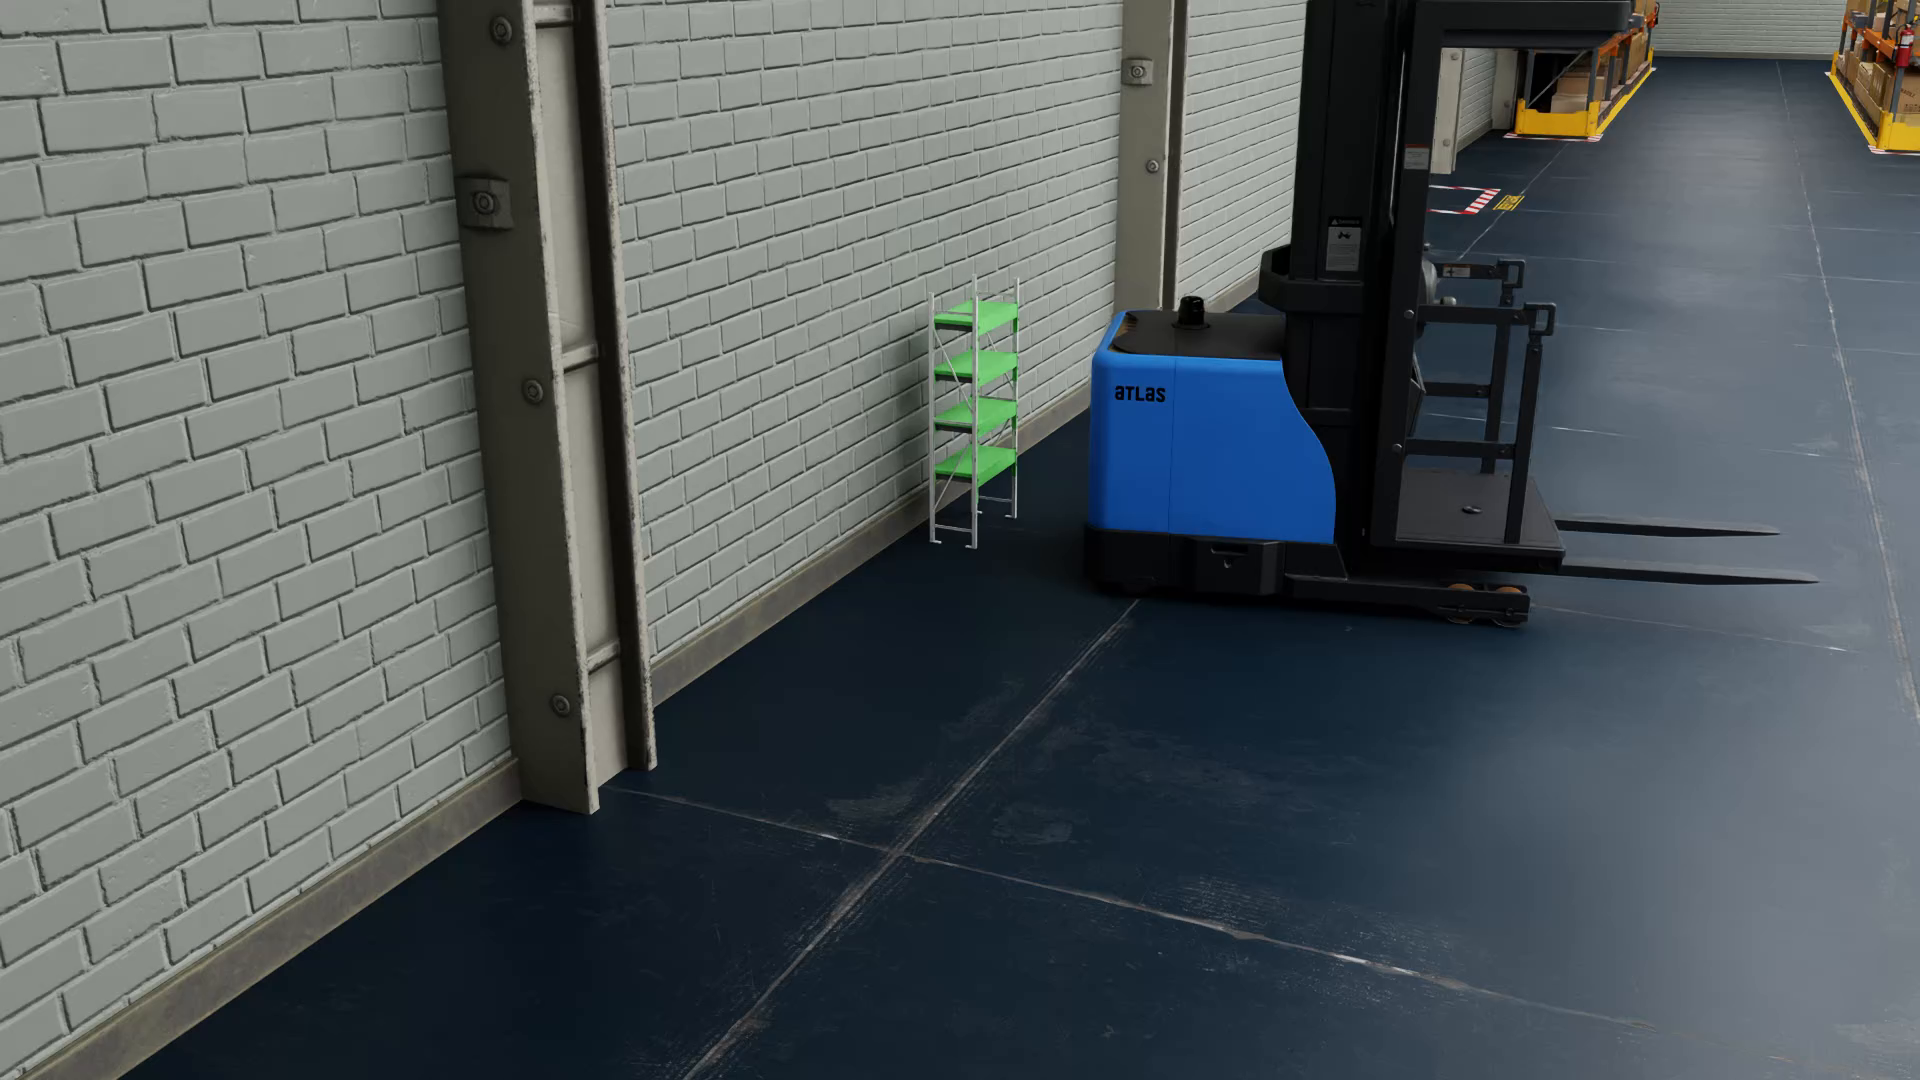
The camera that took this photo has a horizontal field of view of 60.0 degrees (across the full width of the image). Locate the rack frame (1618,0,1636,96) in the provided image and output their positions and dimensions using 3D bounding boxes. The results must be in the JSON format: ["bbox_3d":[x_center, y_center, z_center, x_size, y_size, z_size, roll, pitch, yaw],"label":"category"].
[{"bbox_3d":[12.337,-10.045,31.737,1.000,3.000,0.127,9,21,23],"label":"rack frame"}]

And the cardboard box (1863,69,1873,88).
[{"bbox_3d":[15.538,-7.785,28.023,0.500,0.311,0.500,8,21,23],"label":"cardboard box"}]

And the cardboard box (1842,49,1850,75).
[{"bbox_3d":[18.470,-9.832,34.211,0.500,0.500,0.500,9,21,23],"label":"cardboard box"}]

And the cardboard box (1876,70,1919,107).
[{"bbox_3d":[13.926,-6.689,24.658,0.500,0.500,0.500,9,21,23],"label":"cardboard box"}]

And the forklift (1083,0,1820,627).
[{"bbox_3d":[2.112,-1.210,6.997,3.031,2.935,1.130,4,20,11],"label":"forklift"}]

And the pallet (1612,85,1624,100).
[{"bbox_3d":[12.015,-8.492,31.533,1.003,0.211,1.213,9,21,23],"label":"pallet"}]

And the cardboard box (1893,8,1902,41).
[{"bbox_3d":[15.044,-8.054,25.990,0.700,0.500,0.500,8,21,21],"label":"cardboard box"}]

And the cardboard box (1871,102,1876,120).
[{"bbox_3d":[14.135,-6.488,25.211,0.500,0.250,0.500,9,21,23],"label":"cardboard box"}]

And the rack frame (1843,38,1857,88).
[{"bbox_3d":[18.496,-10.589,33.267,1.000,3.000,0.127,9,21,23],"label":"rack frame"}]

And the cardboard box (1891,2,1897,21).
[{"bbox_3d":[16.185,-8.898,28.363,0.500,0.500,0.500,7,21,20],"label":"cardboard box"}]

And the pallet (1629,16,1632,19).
[{"bbox_3d":[11.564,-9.344,30.052,1.003,0.211,1.213,9,21,23],"label":"pallet"}]

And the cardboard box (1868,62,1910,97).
[{"bbox_3d":[14.744,-7.300,26.377,0.500,0.500,0.500,9,21,23],"label":"cardboard box"}]

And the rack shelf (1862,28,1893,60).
[{"bbox_3d":[16.039,-8.416,28.230,1.077,0.370,4.000,9,21,23],"label":"rack shelf"}]

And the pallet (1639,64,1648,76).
[{"bbox_3d":[14.856,-10.550,37.318,1.003,0.211,1.213,9,21,23],"label":"pallet"}]

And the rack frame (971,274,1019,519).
[{"bbox_3d":[0.168,-0.691,8.120,0.240,1.200,0.015,9,21,23],"label":"rack frame"}]

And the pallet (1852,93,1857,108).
[{"bbox_3d":[16.485,-7.806,29.603,1.003,0.211,1.213,9,21,23],"label":"pallet"}]

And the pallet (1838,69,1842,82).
[{"bbox_3d":[19.276,-9.859,35.377,1.003,0.211,1.213,9,21,23],"label":"pallet"}]

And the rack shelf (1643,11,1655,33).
[{"bbox_3d":[14.794,-11.540,37.015,1.077,0.370,4.000,9,21,23],"label":"rack shelf"}]

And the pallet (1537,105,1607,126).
[{"bbox_3d":[9.958,-6.924,27.122,1.003,0.211,1.213,9,21,23],"label":"pallet"}]

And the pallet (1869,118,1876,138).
[{"bbox_3d":[14.358,-6.218,25.138,1.003,0.211,1.213,9,21,23],"label":"pallet"}]

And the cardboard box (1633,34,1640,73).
[{"bbox_3d":[13.466,-9.964,34.091,0.750,0.750,0.750,9,22,24],"label":"cardboard box"}]

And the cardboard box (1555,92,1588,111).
[{"bbox_3d":[9.660,-6.913,26.287,0.500,0.311,0.500,11,22,27],"label":"cardboard box"}]

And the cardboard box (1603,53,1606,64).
[{"bbox_3d":[11.372,-8.727,29.986,0.500,0.250,0.500,8,21,21],"label":"cardboard box"}]

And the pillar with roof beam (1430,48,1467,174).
[{"bbox_3d":[10.029,-8.334,17.972,9.100,9.000,0.400,9,21,23],"label":"pillar with roof beam"}]

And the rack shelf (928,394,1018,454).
[{"bbox_3d":[0.068,-0.556,7.931,0.258,0.148,0.480,9,21,23],"label":"rack shelf"}]

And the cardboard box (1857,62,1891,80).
[{"bbox_3d":[16.375,-8.413,29.788,0.500,0.311,0.500,9,22,25],"label":"cardboard box"}]

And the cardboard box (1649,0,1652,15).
[{"bbox_3d":[14.805,-12.019,36.839,0.980,0.700,0.700,7,21,20],"label":"cardboard box"}]

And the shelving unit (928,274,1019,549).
[{"bbox_3d":[0.068,-0.616,7.910,0.258,1.200,0.503,9,21,23],"label":"shelving unit"}]

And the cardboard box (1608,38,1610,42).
[{"bbox_3d":[9.750,-7.804,25.631,0.500,0.250,0.500,8,21,21],"label":"cardboard box"}]

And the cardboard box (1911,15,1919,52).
[{"bbox_3d":[13.785,-7.109,23.332,0.700,0.500,0.500,9,21,23],"label":"cardboard box"}]

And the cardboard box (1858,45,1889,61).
[{"bbox_3d":[17.046,-9.085,30.993,0.500,0.250,0.500,9,22,25],"label":"cardboard box"}]

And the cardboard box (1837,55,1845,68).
[{"bbox_3d":[19.447,-10.443,36.305,0.500,0.250,0.500,9,21,23],"label":"cardboard box"}]

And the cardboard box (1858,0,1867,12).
[{"bbox_3d":[17.874,-10.501,32.243,0.700,0.500,0.500,12,23,31],"label":"cardboard box"}]

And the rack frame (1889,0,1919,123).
[{"bbox_3d":[13.582,-6.921,22.952,1.000,3.000,0.127,9,21,23],"label":"rack frame"}]

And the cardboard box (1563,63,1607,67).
[{"bbox_3d":[11.151,-8.244,29.746,0.700,0.500,0.500,8,21,22],"label":"cardboard box"}]

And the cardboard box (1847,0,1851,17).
[{"bbox_3d":[19.297,-11.448,35.533,0.500,0.500,0.500,8,21,23],"label":"cardboard box"}]

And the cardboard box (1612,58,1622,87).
[{"bbox_3d":[12.090,-8.847,31.443,0.700,0.500,0.500,9,21,23],"label":"cardboard box"}]

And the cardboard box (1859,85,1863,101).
[{"bbox_3d":[15.753,-7.678,28.560,0.500,0.250,0.500,9,21,24],"label":"cardboard box"}]

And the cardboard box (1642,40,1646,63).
[{"bbox_3d":[15.213,-11.130,37.891,0.700,0.500,0.500,8,21,23],"label":"cardboard box"}]

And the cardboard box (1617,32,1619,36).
[{"bbox_3d":[10.570,-8.423,27.371,0.500,0.250,0.500,9,21,23],"label":"cardboard box"}]

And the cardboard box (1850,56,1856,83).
[{"bbox_3d":[17.448,-9.033,31.967,0.500,0.500,0.500,8,21,21],"label":"cardboard box"}]

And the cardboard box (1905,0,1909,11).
[{"bbox_3d":[14.198,-7.891,24.563,0.380,0.149,0.250,8,21,22],"label":"cardboard box"}]

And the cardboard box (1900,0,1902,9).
[{"bbox_3d":[14.620,-8.204,25.445,0.380,0.149,0.250,8,21,22],"label":"cardboard box"}]

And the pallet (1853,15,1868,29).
[{"bbox_3d":[17.071,-9.493,30.471,1.213,0.211,1.003,9,21,23],"label":"pallet"}]

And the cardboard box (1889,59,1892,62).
[{"bbox_3d":[17.514,-8.656,30.907,0.500,0.500,0.500,8,21,21],"label":"cardboard box"}]

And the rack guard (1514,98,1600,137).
[{"bbox_3d":[9.092,-6.445,25.344,1.175,0.500,0.348,9,21,23],"label":"rack guard"}]

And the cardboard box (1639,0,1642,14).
[{"bbox_3d":[13.196,-10.665,32.858,0.500,0.500,0.500,8,21,22],"label":"cardboard box"}]
